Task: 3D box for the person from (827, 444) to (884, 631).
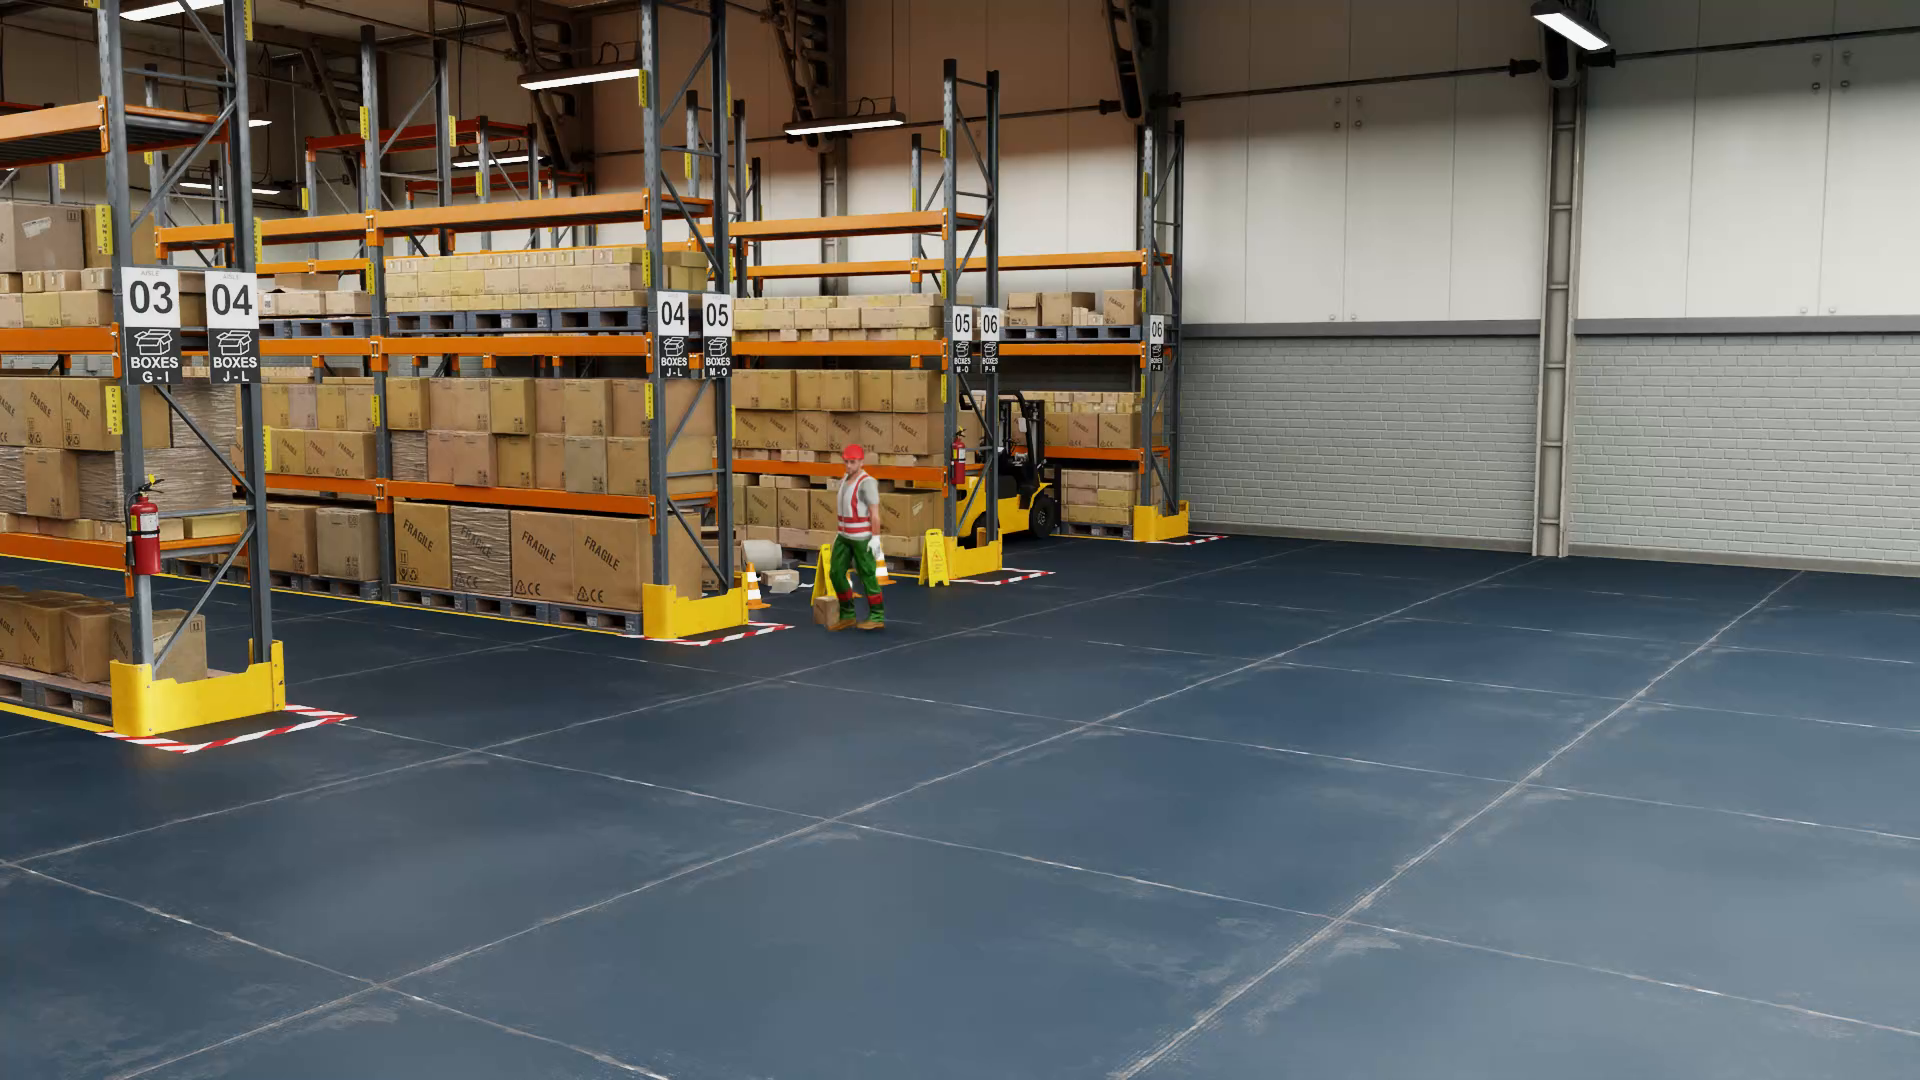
[{"bbox_3d":[-0.951,-0.008,15.724,0.500,1.807,0.636,-5,8,-40],"label":"person"}]
